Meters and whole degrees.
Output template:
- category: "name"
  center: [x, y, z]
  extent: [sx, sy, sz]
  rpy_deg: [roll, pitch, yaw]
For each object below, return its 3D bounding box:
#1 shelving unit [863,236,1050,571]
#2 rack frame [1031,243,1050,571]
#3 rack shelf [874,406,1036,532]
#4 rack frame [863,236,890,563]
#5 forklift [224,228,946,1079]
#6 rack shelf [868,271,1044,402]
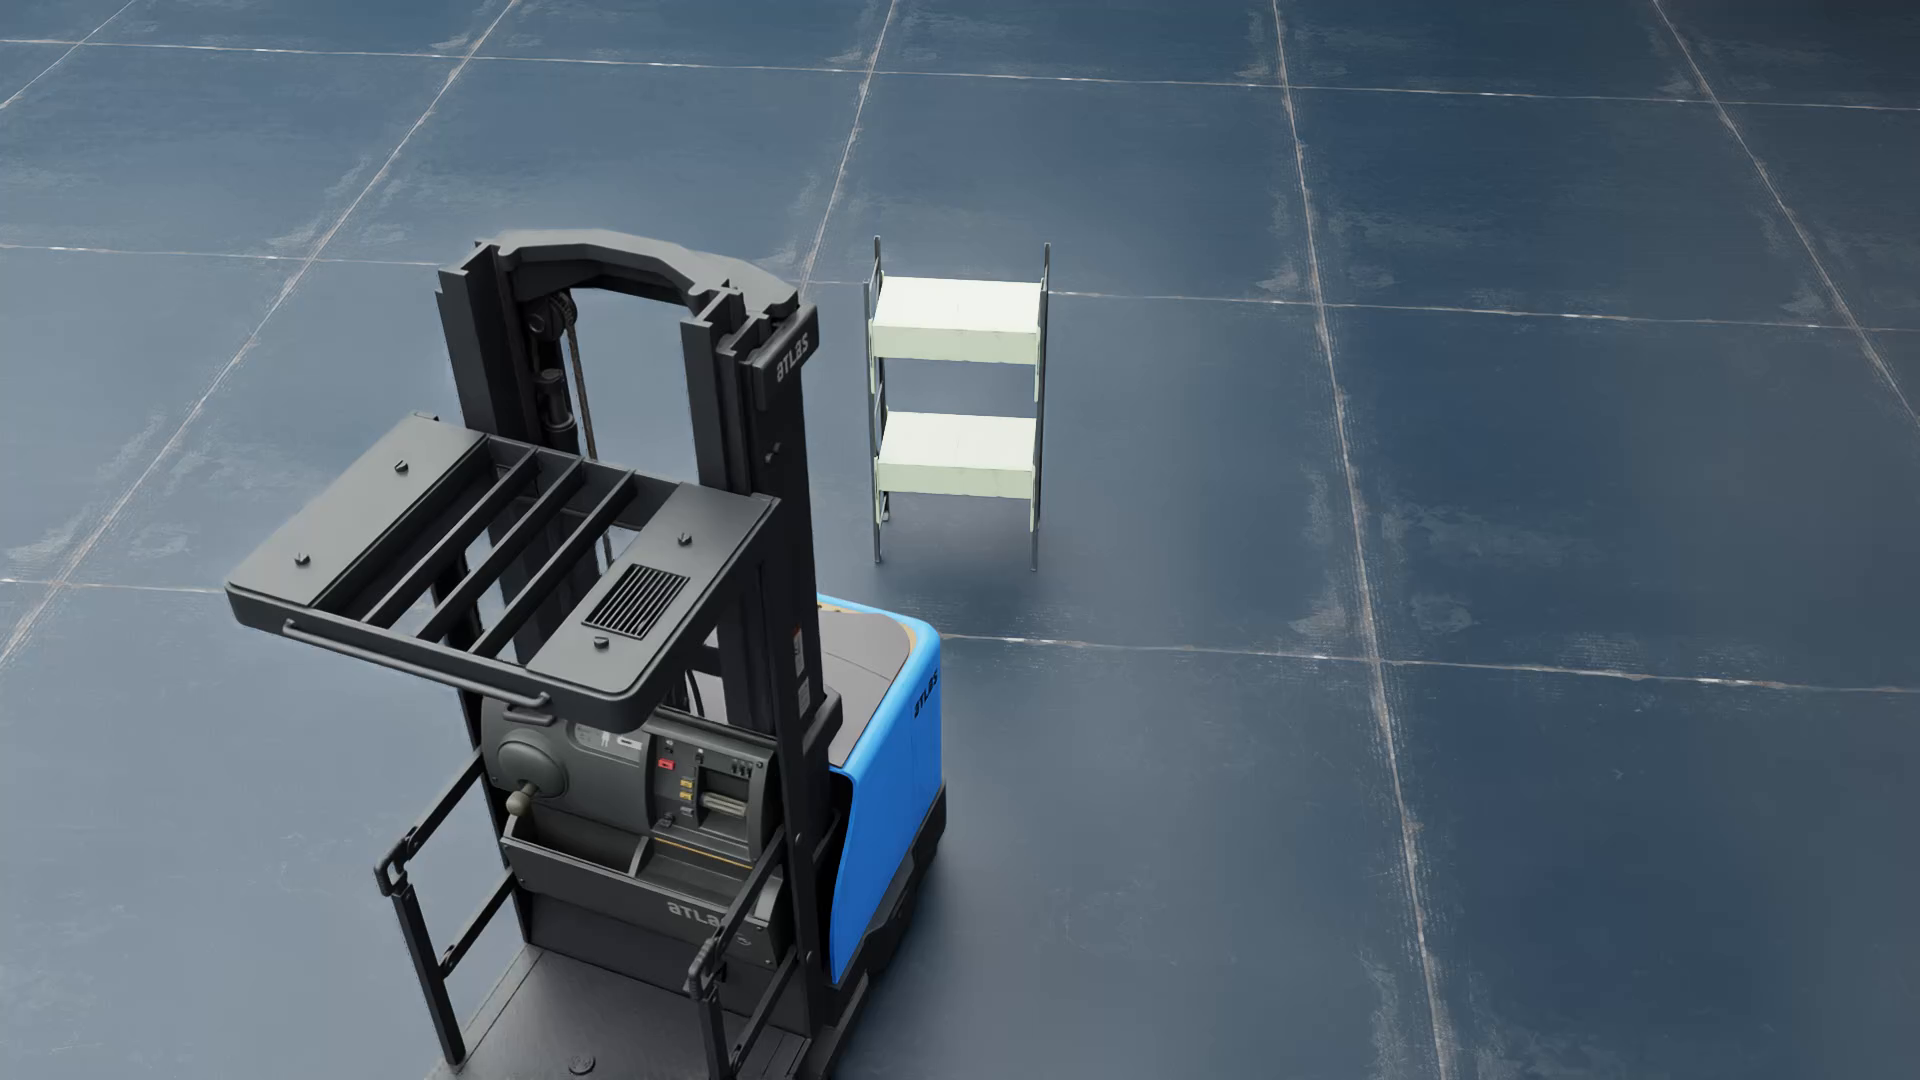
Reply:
- category: "shelving unit"
  center: [-0.007, -0.582, 7.447]
  extent: [0.755, 1.500, 0.431]
  rpy_deg: [3, 39, 4]
- category: "rack frame"
  center: [0.358, -0.562, 7.423]
  extent: [0.023, 1.500, 0.400]
  rpy_deg: [3, 39, 4]
- category: "rack shelf"
  center: [-0.007, -0.329, 7.653]
  extent: [0.720, 0.370, 0.431]
  rpy_deg: [3, 39, 4]
- category: "rack frame"
  center: [-0.371, -0.602, 7.472]
  extent: [0.023, 1.500, 0.400]
  rpy_deg: [3, 39, 4]
- category: "forklift"
  center: [-1.055, 0.752, 4.675]
  extent: [1.130, 2.935, 3.031]
  rpy_deg: [14, 41, 16]
- category: "rack shelf"
  center: [-0.007, -0.885, 7.201]
  extent: [0.720, 0.370, 0.431]
  rpy_deg: [3, 39, 4]
